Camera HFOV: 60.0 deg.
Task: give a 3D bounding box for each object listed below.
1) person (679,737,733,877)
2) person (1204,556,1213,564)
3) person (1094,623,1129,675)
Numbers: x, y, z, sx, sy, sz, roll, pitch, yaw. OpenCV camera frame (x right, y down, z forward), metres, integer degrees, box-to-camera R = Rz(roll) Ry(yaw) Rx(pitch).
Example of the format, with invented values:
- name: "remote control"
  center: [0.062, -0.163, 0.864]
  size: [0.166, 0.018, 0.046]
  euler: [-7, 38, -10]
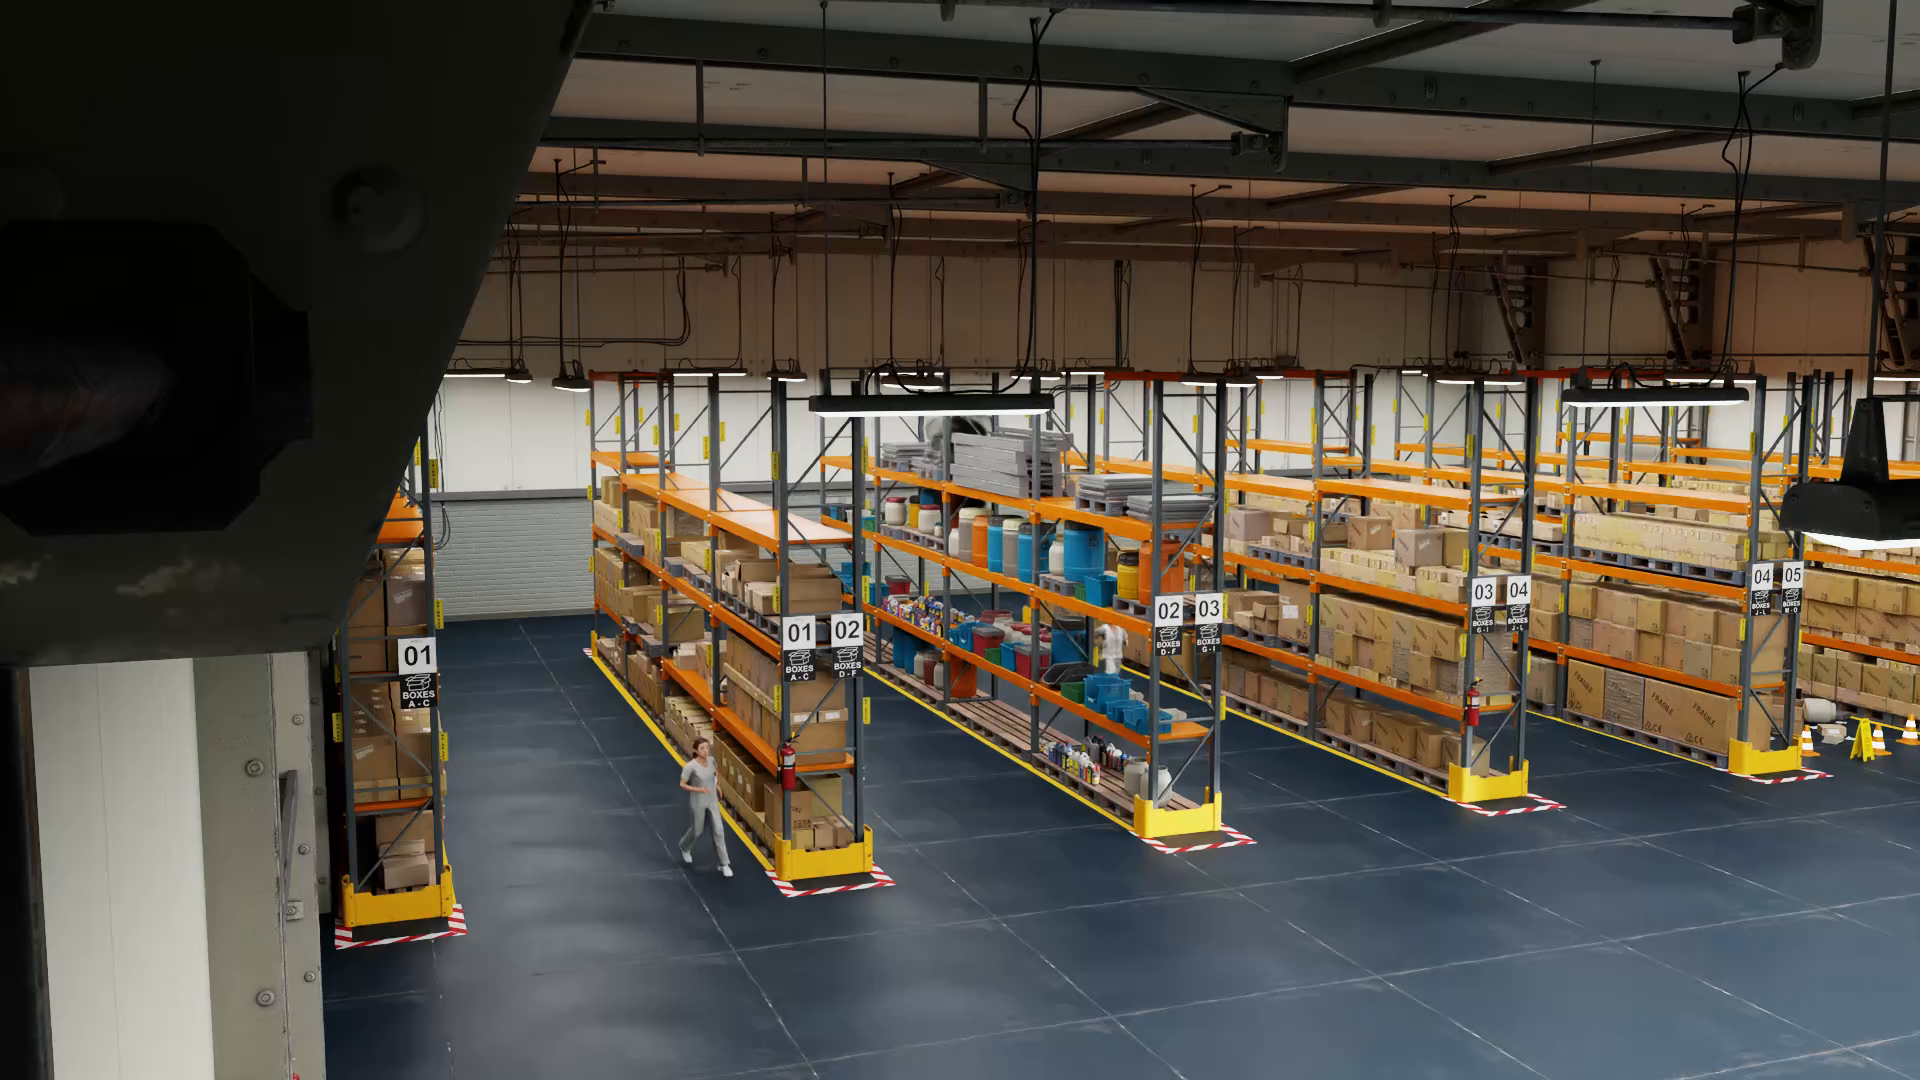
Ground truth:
- name: "person"
  center: [-3.142, 3.211, 20.260]
  size: [0.609, 1.655, 0.979]
  euler: [-5, 8, -41]
- name: "person"
  center: [5.636, 1.203, 37.930]
  size: [0.716, 1.790, 0.991]
  euler: [-2, 7, -16]
- name: "person"
  center: [2.679, 2.141, 29.479]
  size: [0.656, 1.838, 0.843]
  euler: [-4, 7, -31]
